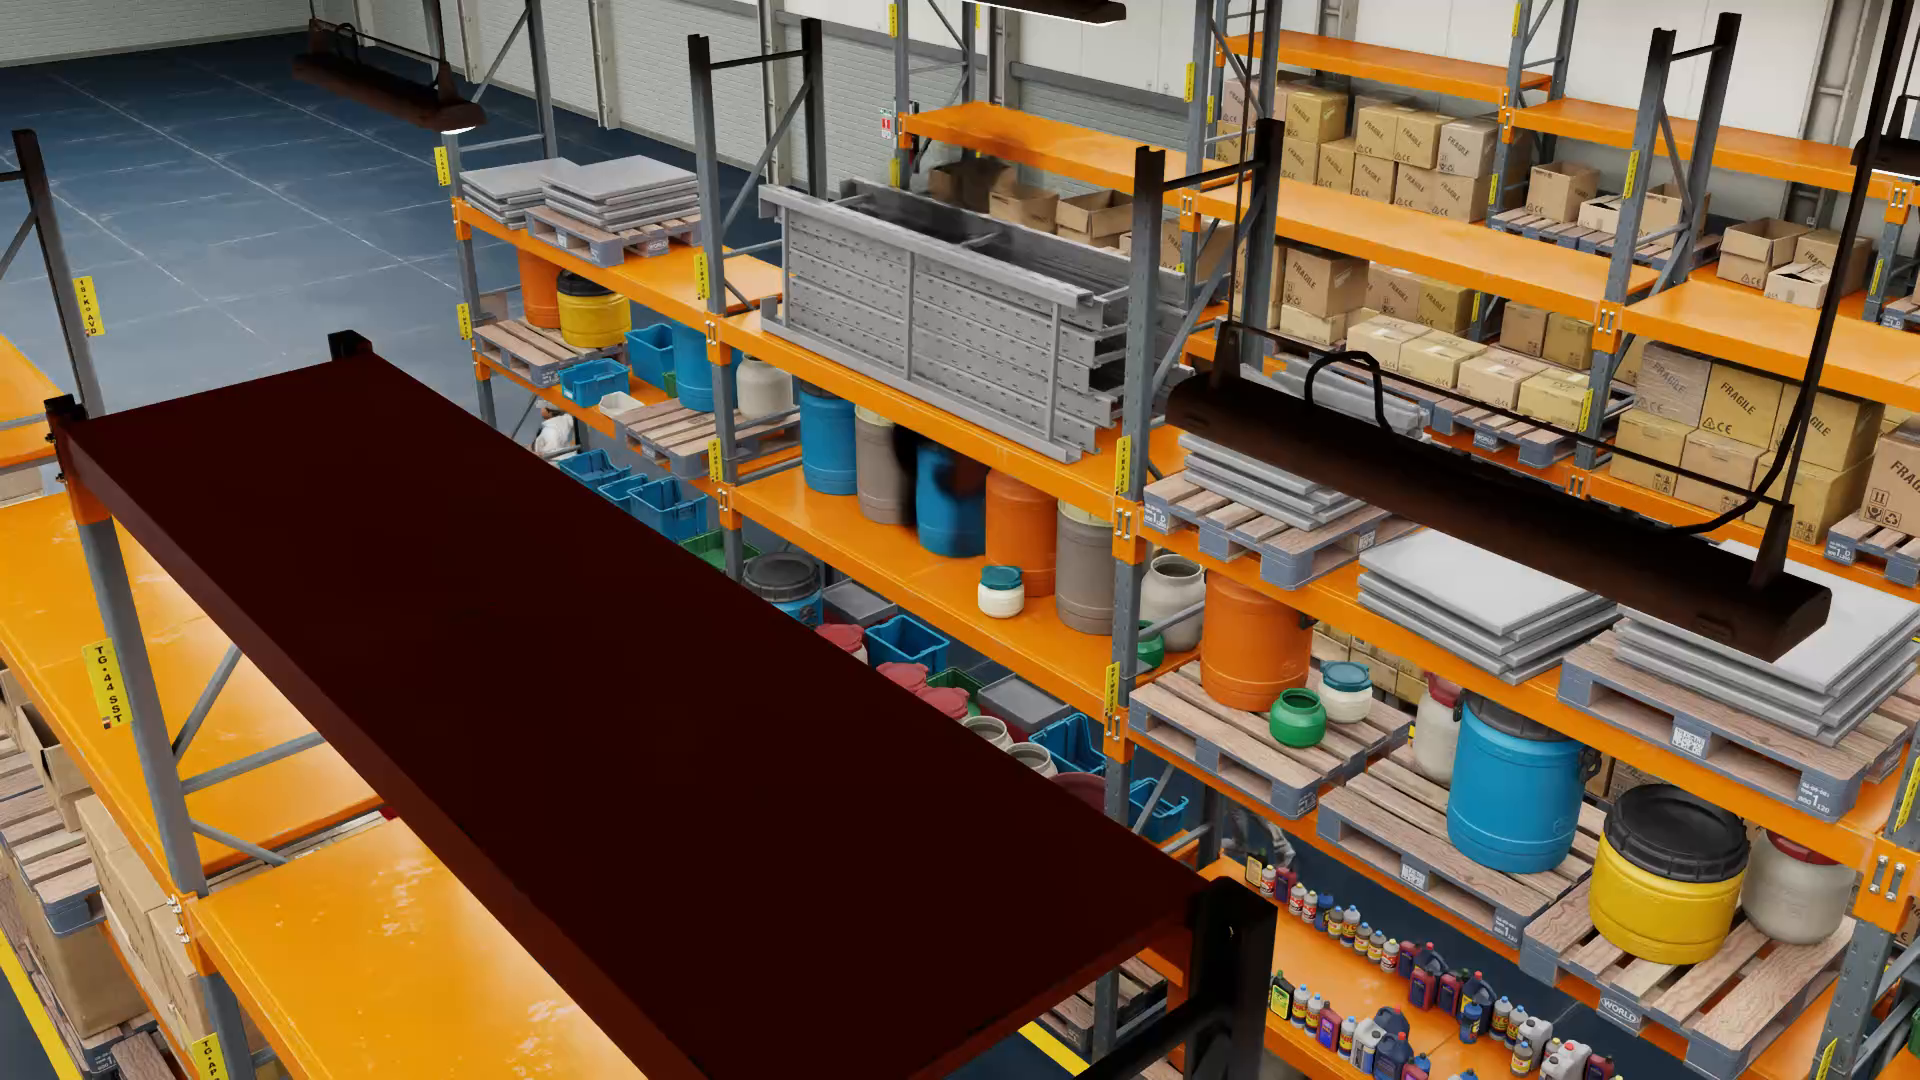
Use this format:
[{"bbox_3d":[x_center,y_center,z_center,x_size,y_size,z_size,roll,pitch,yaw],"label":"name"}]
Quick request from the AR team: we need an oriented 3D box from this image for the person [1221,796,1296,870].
[{"bbox_3d":[2.129,1.665,11.866,0.658,1.666,0.643,23,35,37],"label":"person"}]

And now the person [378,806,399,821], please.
[{"bbox_3d":[-3.776,2.109,10.851,0.854,1.772,0.655,20,33,34],"label":"person"}]

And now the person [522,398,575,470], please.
[{"bbox_3d":[-4.164,-0.715,17.165,0.688,1.685,0.581,-2,27,-4],"label":"person"}]
